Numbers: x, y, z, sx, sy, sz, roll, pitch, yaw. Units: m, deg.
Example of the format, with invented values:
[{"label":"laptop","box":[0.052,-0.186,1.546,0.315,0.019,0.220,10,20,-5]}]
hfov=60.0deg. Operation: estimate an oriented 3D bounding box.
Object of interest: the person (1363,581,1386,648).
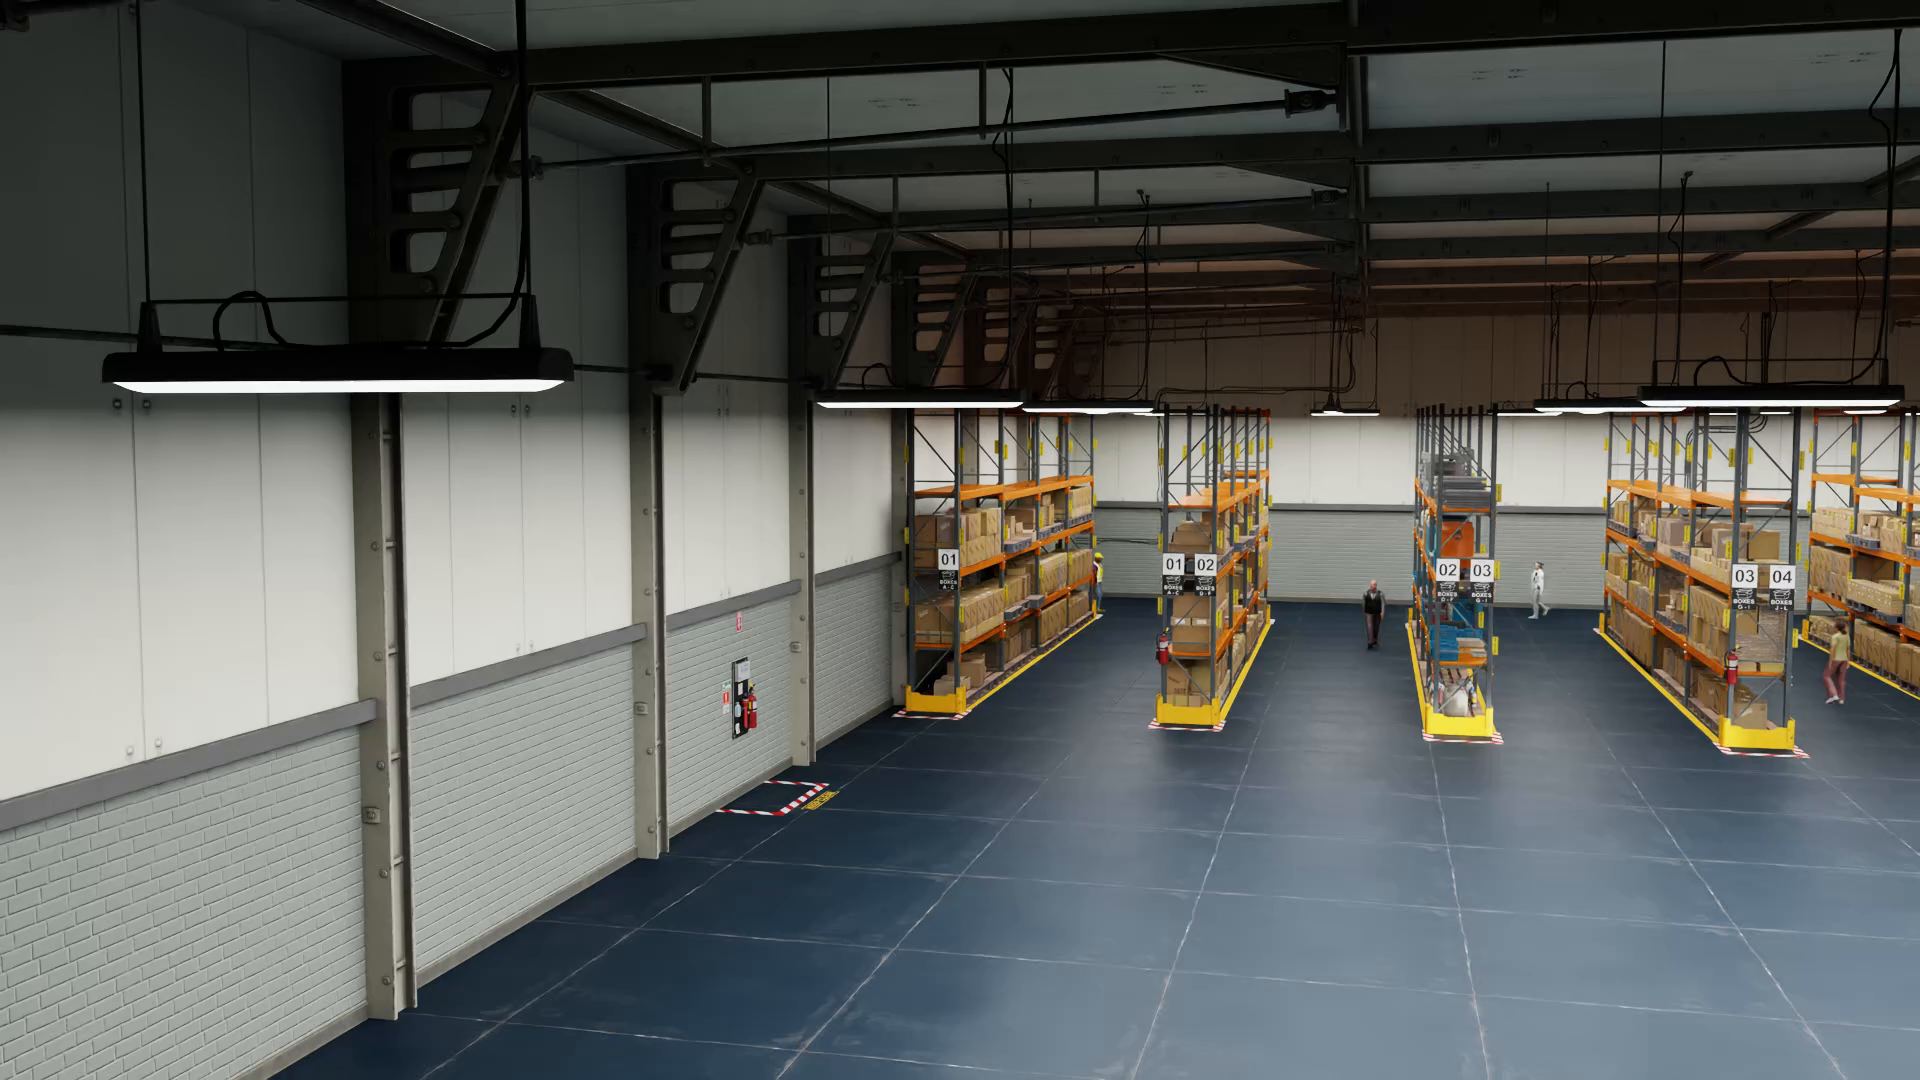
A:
[{"label":"person","box":[10.363,1.848,41.617,0.548,1.665,1.068,1,4,11]}]

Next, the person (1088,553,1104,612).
[{"label":"person","box":[4.004,1.256,49.062,0.499,1.772,0.628,2,5,27]}]

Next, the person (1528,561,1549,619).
[{"label":"person","box":[16.559,1.414,47.522,0.617,1.672,0.476,0,4,3]}]

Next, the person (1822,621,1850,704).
[{"label":"person","box":[17.648,2.468,33.425,0.486,1.697,0.388,-1,4,-14]}]
